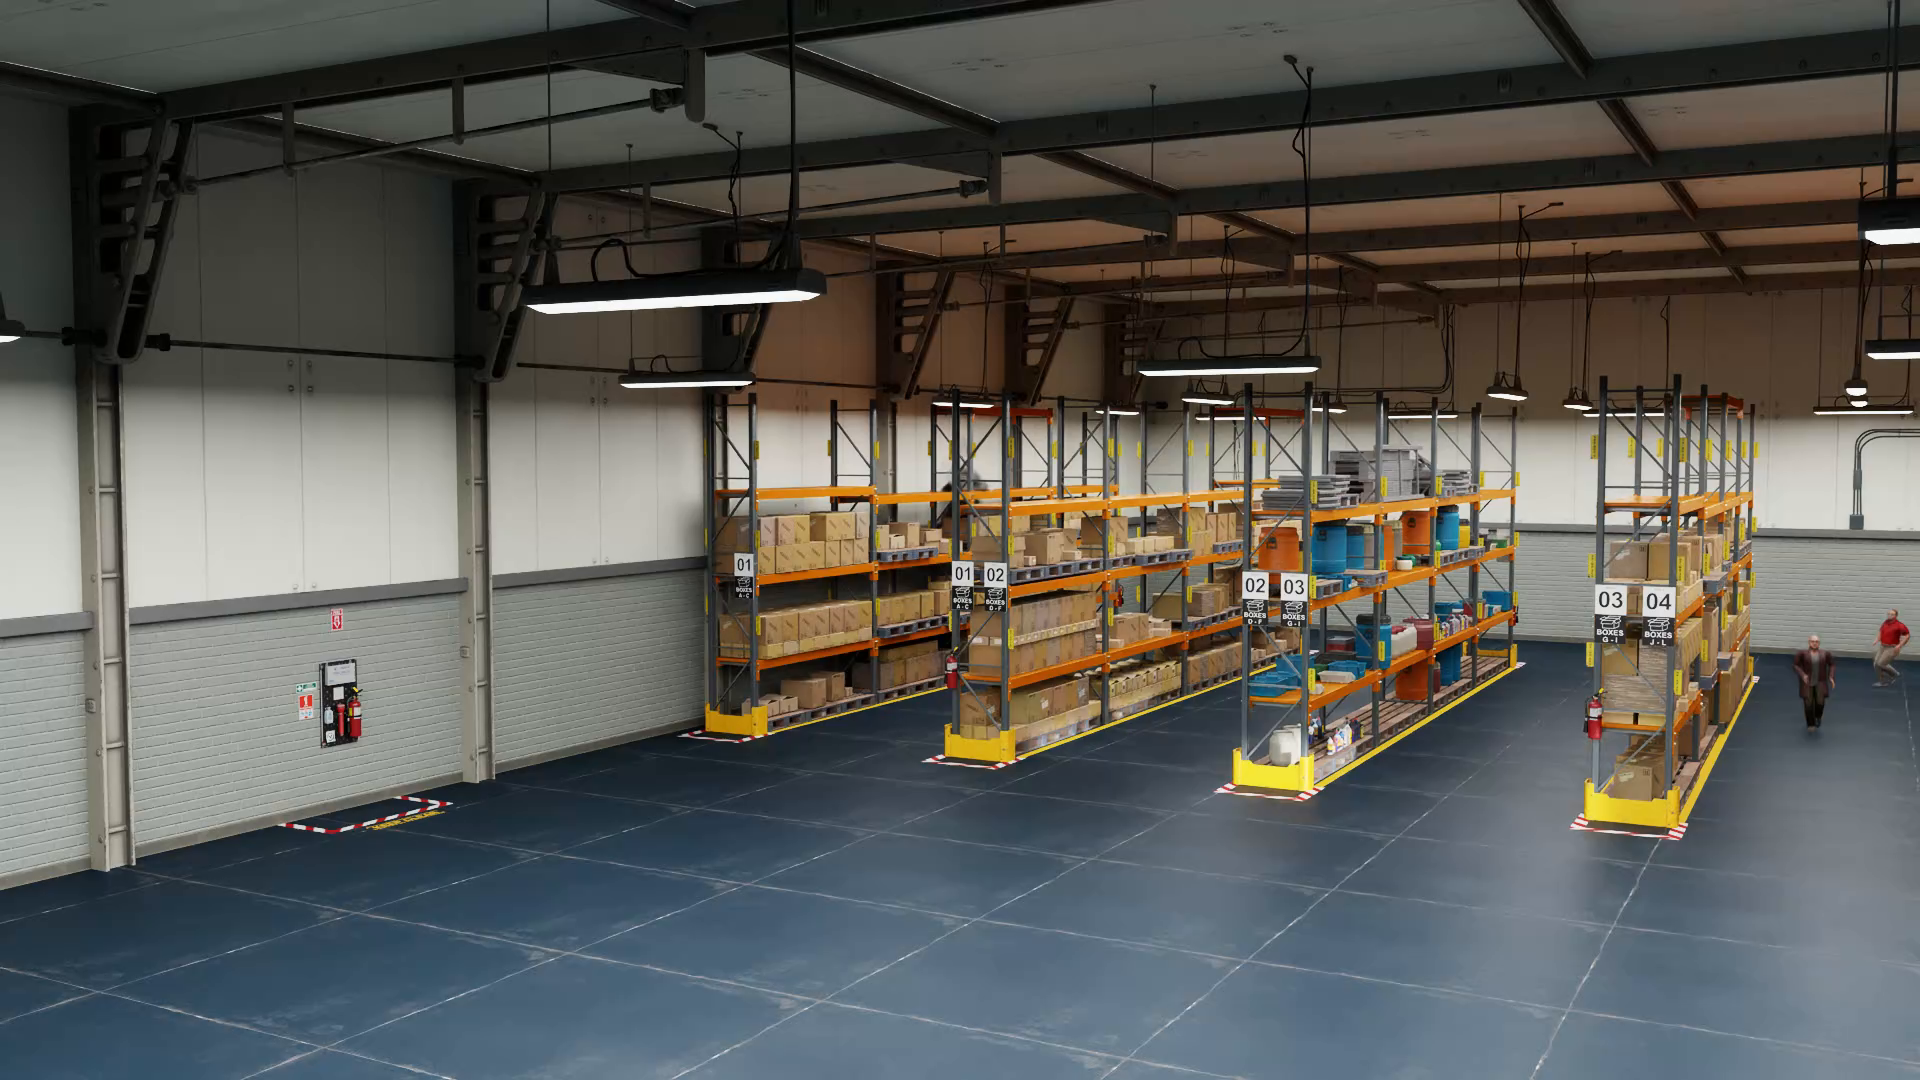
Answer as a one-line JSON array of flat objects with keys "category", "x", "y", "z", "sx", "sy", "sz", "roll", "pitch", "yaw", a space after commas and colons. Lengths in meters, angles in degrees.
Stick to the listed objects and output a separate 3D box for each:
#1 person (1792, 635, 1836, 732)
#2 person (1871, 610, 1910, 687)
[{"category": "person", "x": 15.111, "y": 2.551, "z": 29.423, "sx": 0.695, "sy": 1.729, "sz": 0.653, "roll": 1, "pitch": 3, "yaw": 23}, {"category": "person", "x": 19.527, "y": 2.288, "z": 34.971, "sx": 0.511, "sy": 1.661, "sz": 0.714, "roll": -1, "pitch": 3, "yaw": -11}]
